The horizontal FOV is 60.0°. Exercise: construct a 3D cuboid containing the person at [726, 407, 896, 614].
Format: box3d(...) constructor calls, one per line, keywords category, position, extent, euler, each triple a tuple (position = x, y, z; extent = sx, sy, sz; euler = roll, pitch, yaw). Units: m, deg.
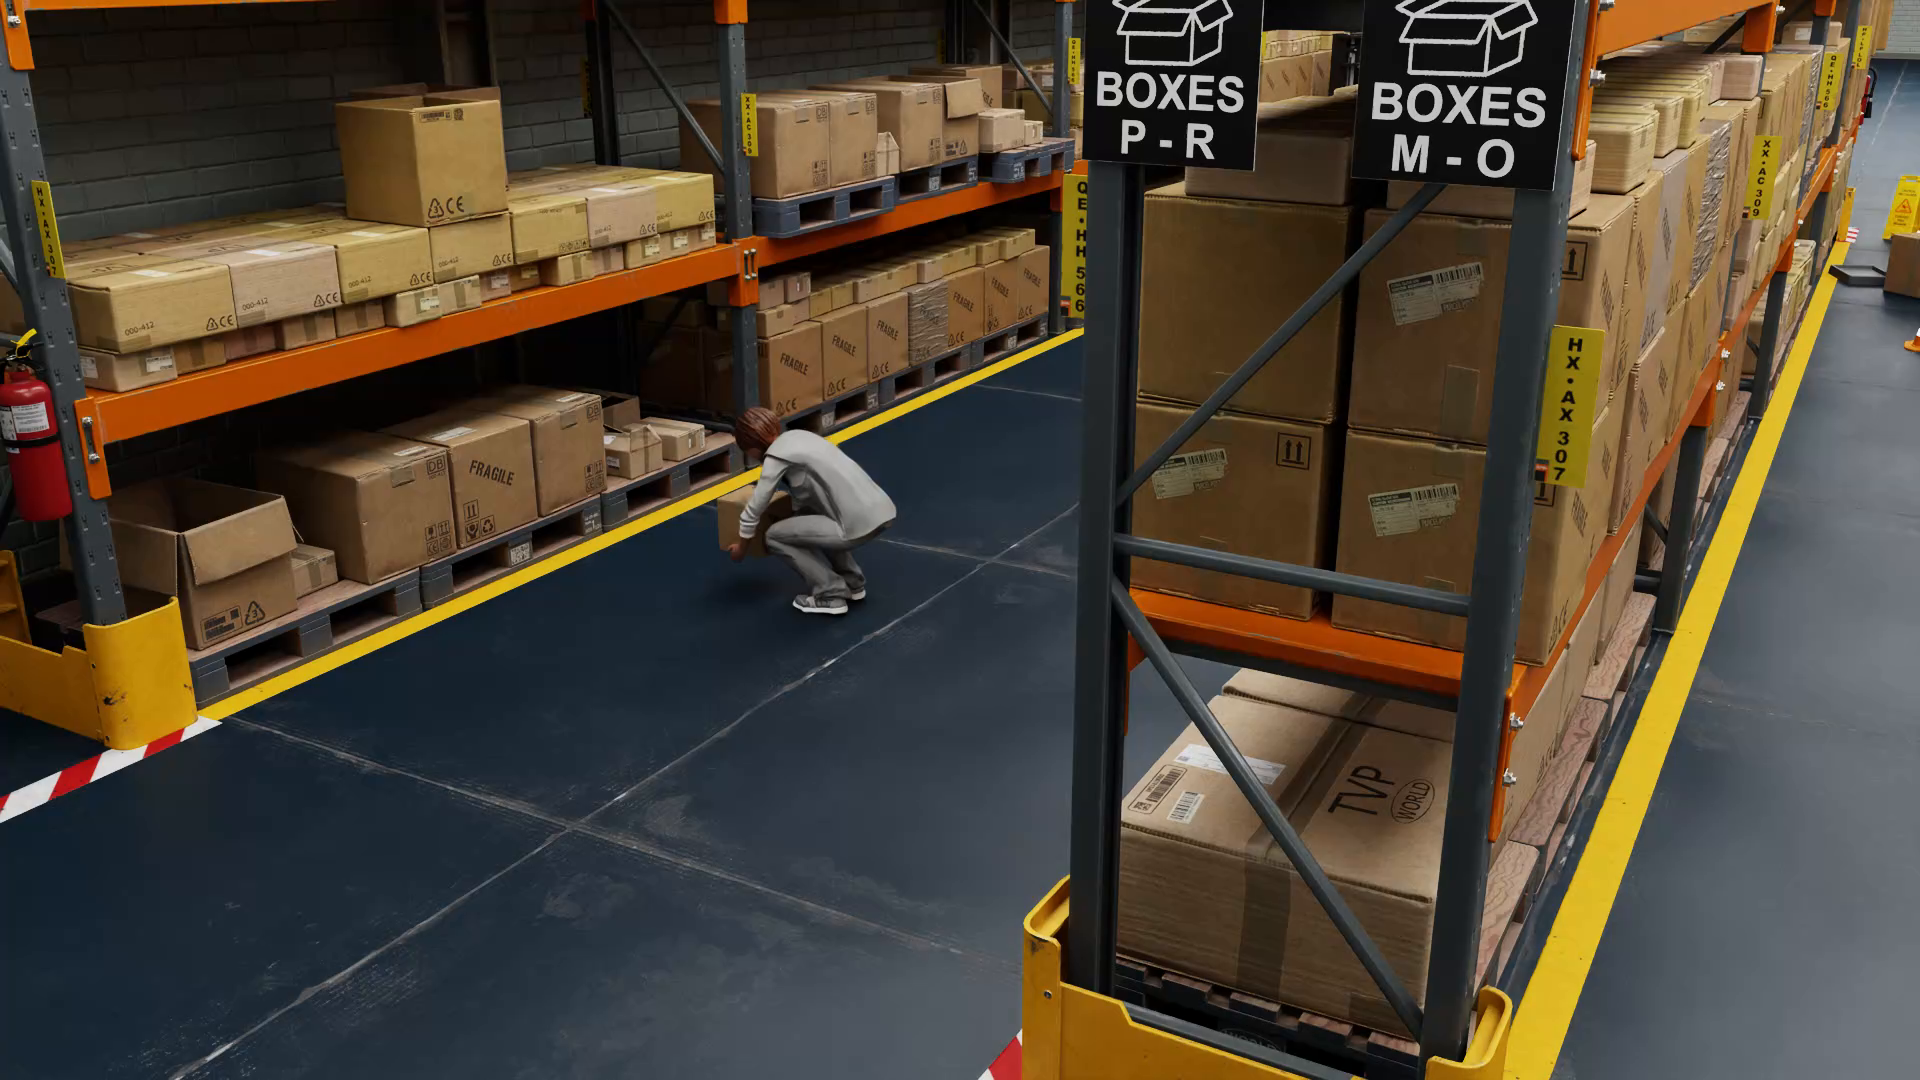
box3d(category="person", position=(-0.677, -0.131, 7.515), extent=(0.792, 0.884, 0.458), euler=(11, 22, 27))
